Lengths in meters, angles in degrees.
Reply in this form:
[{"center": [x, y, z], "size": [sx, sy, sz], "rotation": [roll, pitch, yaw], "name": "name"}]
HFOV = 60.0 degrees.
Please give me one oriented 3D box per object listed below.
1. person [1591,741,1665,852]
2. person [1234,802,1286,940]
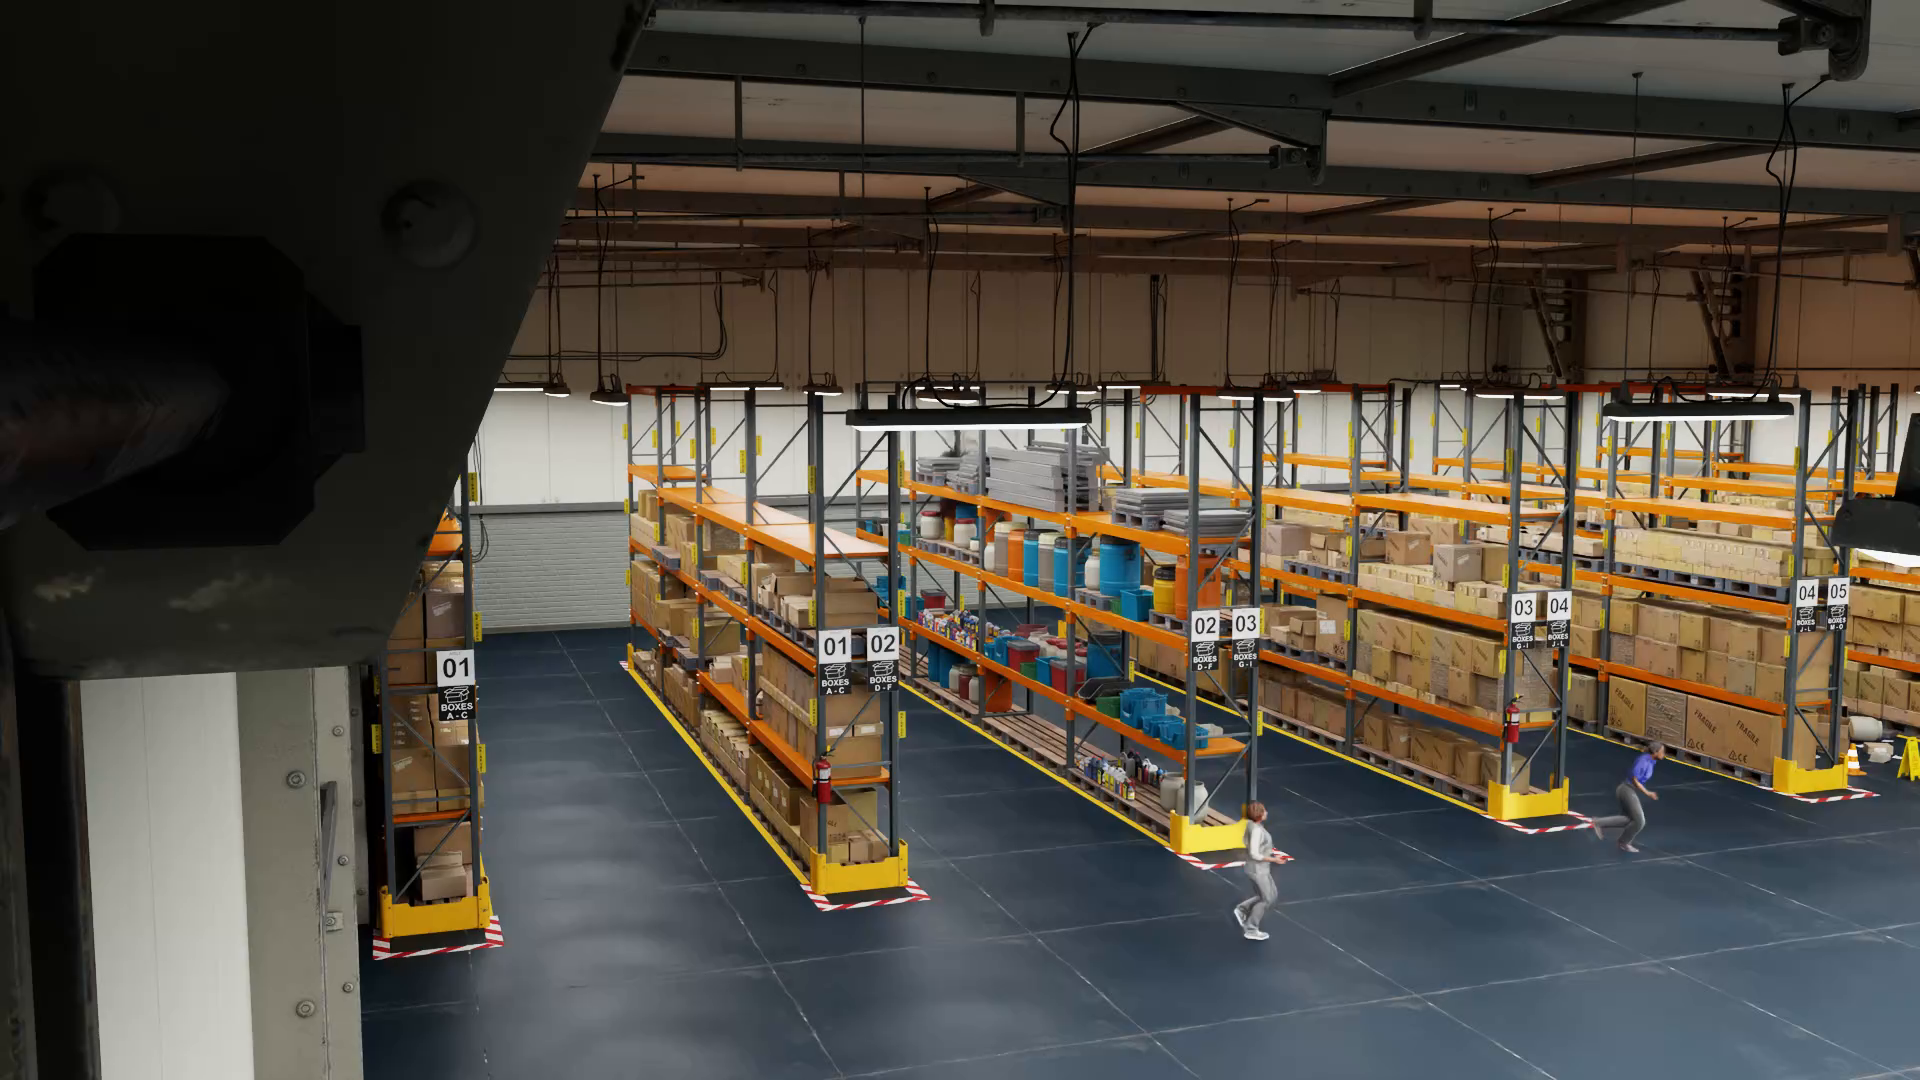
[{"center": [8.780, 3.360, 21.878], "size": [0.865, 1.503, 0.584], "rotation": [3, 7, 27], "name": "person"}, {"center": [3.319, 3.657, 18.416], "size": [0.552, 1.553, 0.530], "rotation": [1, 6, 7], "name": "person"}]
